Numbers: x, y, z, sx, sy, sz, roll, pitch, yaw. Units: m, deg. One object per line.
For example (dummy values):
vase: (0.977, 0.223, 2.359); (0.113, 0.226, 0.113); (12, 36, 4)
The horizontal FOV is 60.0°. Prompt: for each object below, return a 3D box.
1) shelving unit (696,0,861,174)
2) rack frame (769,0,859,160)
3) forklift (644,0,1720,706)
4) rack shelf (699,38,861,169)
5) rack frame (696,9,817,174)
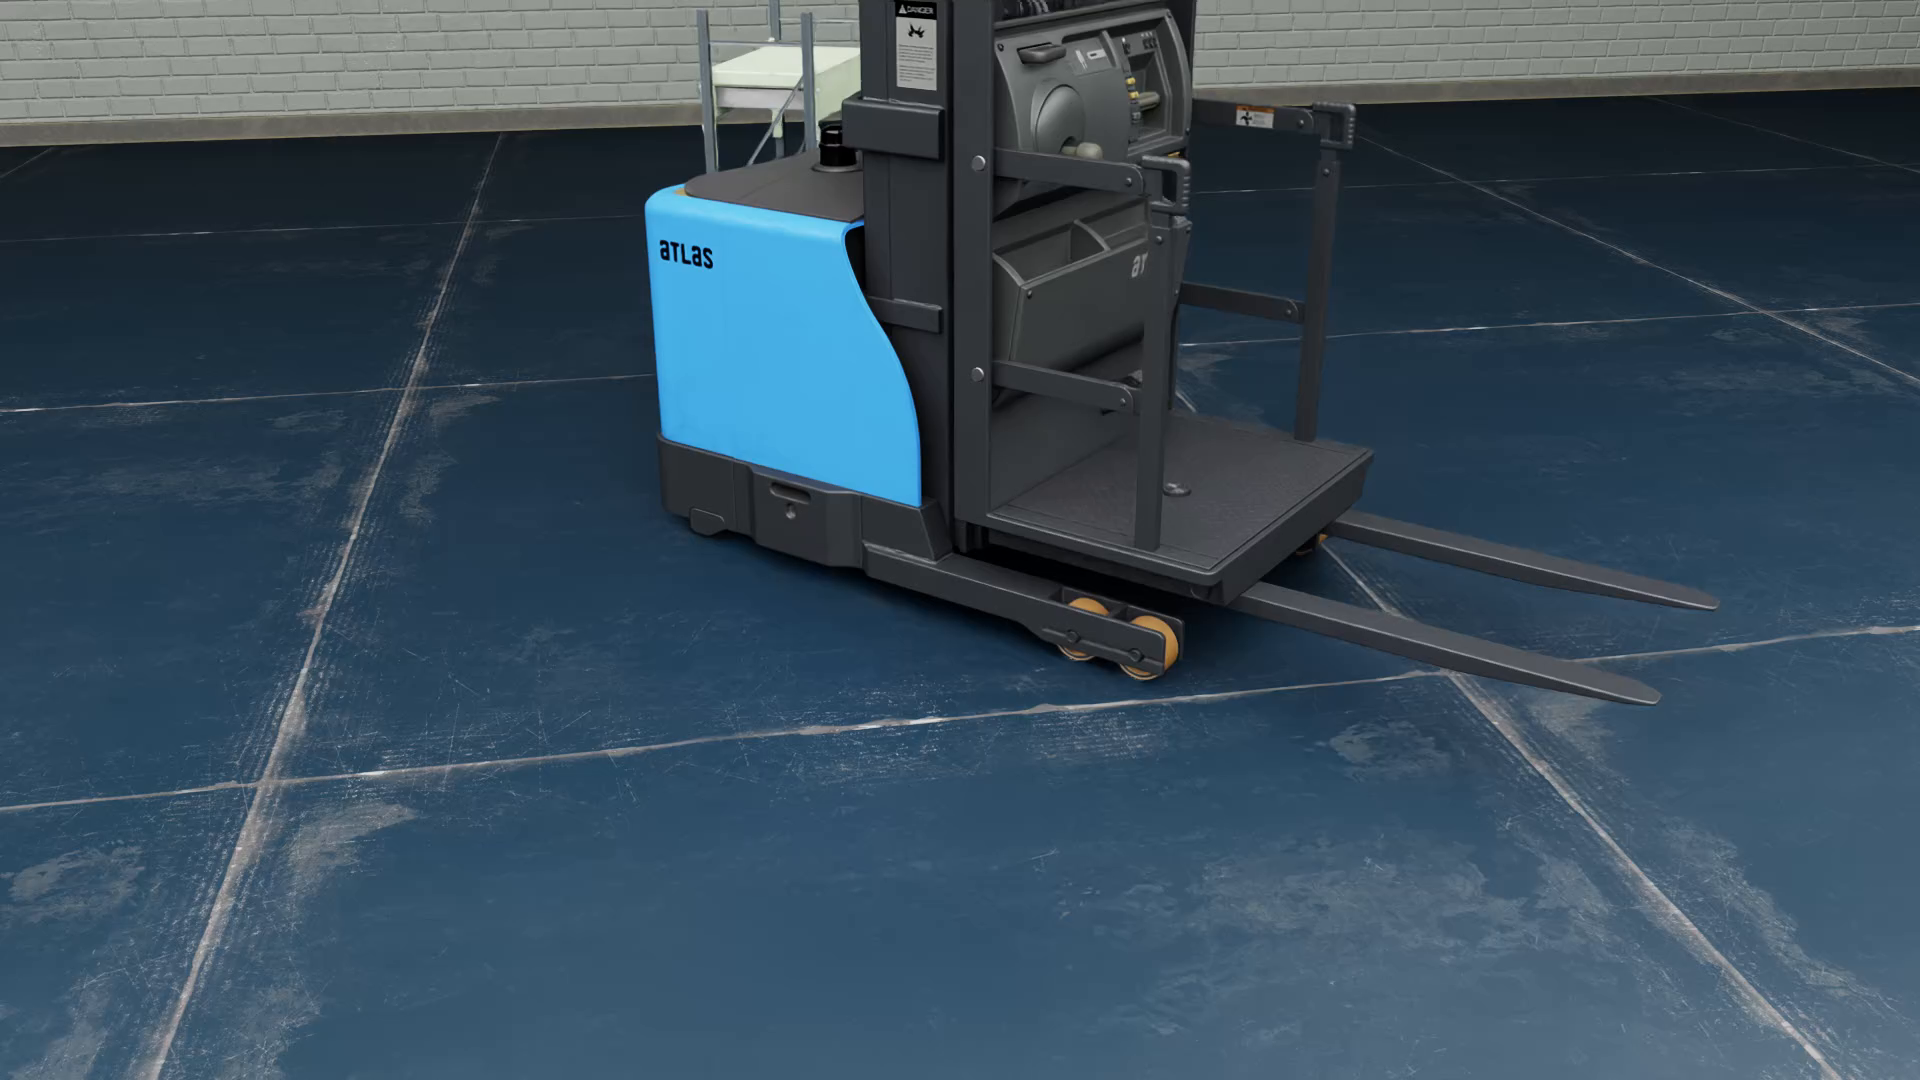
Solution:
shelving unit: (-0.602, -1.215, 6.159); (0.431, 1.500, 0.755); (5, 24, 12)
rack frame: (-0.518, -1.358, 6.485); (0.400, 1.500, 0.023); (5, 24, 12)
forklift: (0.545, -1.214, 4.368); (3.031, 2.935, 1.130); (15, 28, 31)
rack shelf: (-0.602, -1.573, 6.002); (0.431, 0.370, 0.720); (5, 24, 12)
rack frame: (-0.685, -1.073, 5.832); (0.400, 1.500, 0.023); (5, 24, 12)
